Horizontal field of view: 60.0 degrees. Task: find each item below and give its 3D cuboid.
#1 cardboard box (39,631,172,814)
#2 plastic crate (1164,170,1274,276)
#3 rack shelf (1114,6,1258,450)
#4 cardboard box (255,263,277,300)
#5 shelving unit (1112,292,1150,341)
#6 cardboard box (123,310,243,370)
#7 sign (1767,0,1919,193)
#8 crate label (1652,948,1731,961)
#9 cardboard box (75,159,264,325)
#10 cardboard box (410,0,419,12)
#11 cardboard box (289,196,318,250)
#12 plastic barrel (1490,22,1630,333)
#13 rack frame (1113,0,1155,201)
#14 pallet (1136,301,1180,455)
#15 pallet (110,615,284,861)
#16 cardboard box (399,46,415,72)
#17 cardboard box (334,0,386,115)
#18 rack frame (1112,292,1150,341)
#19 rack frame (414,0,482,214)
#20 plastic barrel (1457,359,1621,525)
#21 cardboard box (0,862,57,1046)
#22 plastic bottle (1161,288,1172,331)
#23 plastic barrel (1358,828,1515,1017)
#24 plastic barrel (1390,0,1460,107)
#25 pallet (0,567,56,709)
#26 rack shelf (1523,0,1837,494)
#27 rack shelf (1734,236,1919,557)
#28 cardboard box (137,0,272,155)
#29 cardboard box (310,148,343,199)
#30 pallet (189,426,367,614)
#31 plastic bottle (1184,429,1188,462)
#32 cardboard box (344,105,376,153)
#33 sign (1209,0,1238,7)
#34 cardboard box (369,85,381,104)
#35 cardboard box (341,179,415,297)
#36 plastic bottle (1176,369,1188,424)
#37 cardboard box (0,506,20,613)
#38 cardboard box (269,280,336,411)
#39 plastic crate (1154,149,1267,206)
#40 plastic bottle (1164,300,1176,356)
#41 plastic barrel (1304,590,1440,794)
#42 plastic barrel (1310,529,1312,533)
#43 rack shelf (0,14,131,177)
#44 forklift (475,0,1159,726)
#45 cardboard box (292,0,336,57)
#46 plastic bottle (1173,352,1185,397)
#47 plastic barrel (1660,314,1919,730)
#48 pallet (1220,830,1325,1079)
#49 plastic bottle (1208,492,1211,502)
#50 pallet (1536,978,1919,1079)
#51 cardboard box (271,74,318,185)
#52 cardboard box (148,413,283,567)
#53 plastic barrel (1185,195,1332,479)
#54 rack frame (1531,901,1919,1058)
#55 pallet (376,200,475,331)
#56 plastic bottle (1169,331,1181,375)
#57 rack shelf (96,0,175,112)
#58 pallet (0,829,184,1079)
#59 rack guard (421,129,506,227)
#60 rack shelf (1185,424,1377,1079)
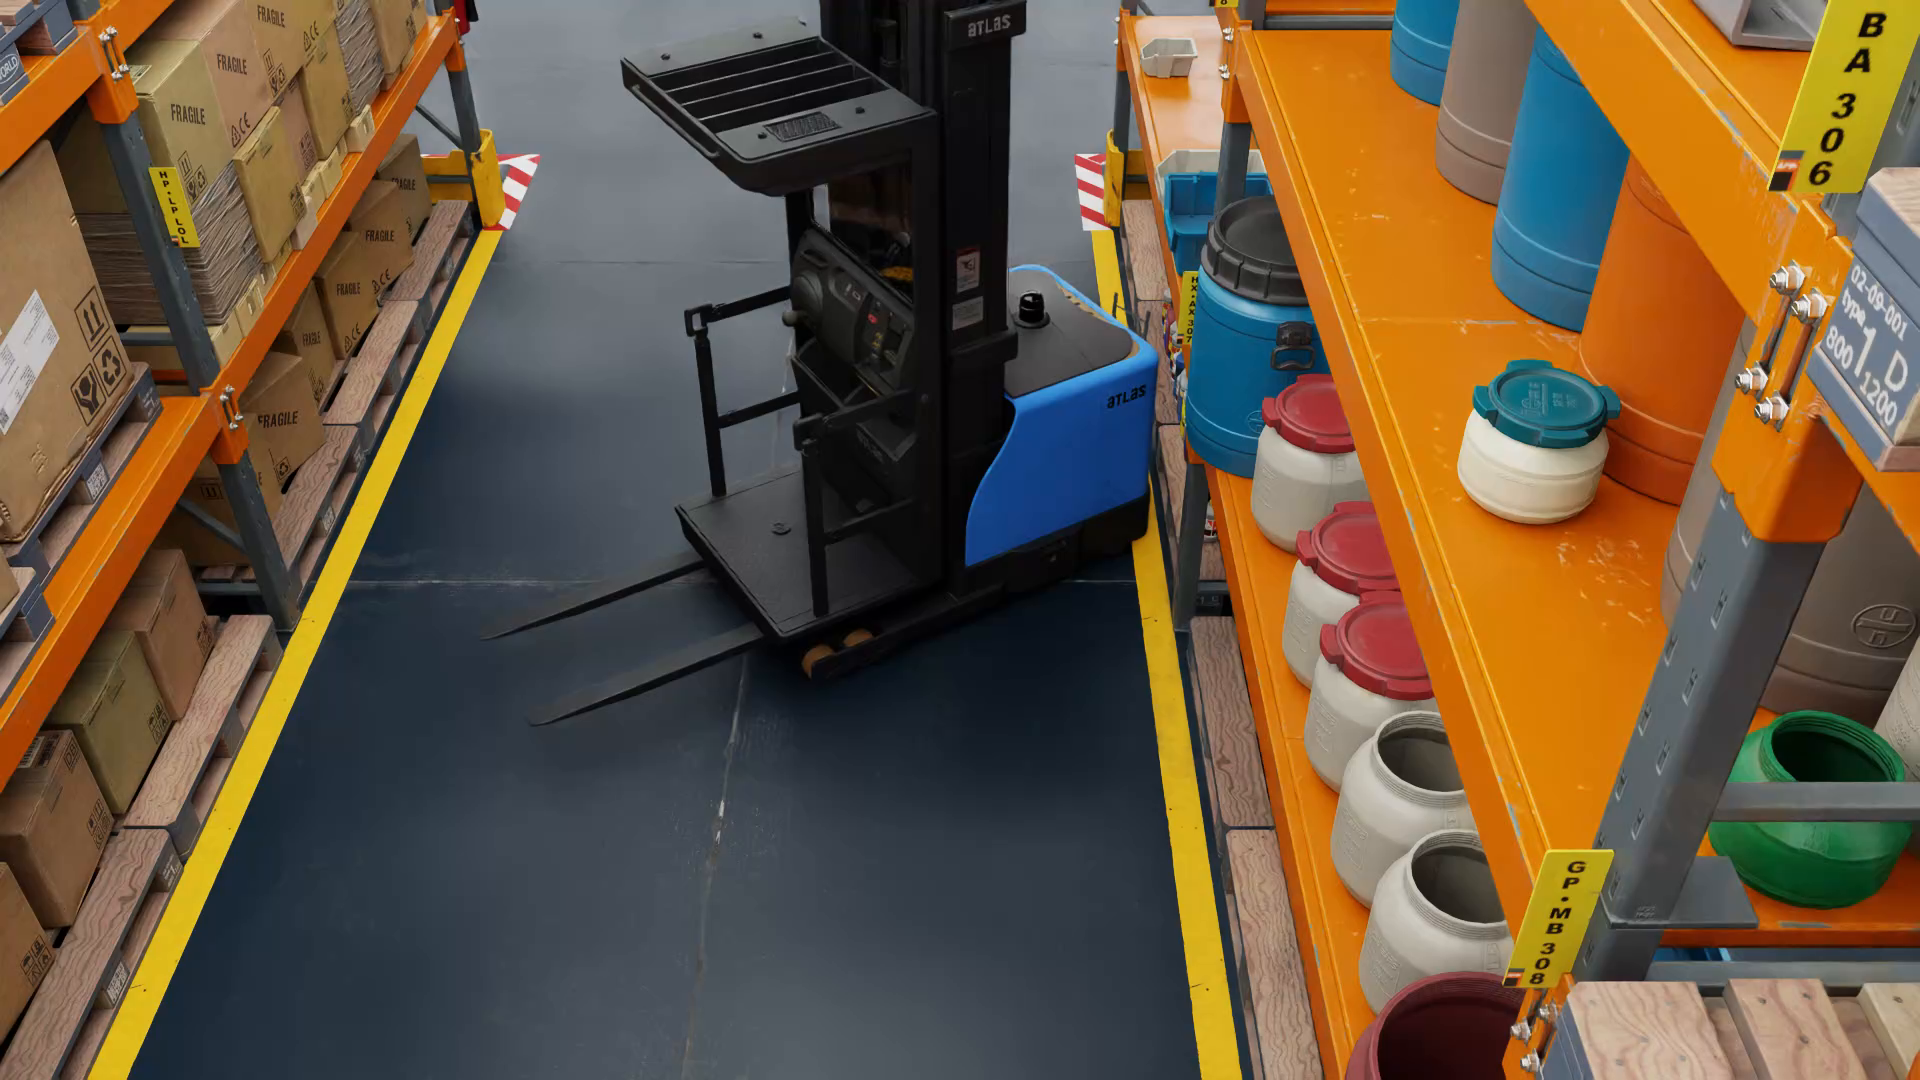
[{"bbox_3d":[-3.532,0.698,6.373,0.700,0.500,0.500,0,39,0],"label":"cardboard box"},{"bbox_3d":[1.188,-1.425,7.494,0.499,0.251,0.616,0,39,0],"label":"plastic crate"},{"bbox_3d":[1.458,-1.762,8.370,1.077,0.370,4.000,0,39,0],"label":"rack shelf"},{"bbox_3d":[-3.207,-1.137,7.217,0.380,0.149,0.250,0,39,0],"label":"cardboard box"},{"bbox_3d":[0.722,-0.744,8.193,0.210,0.900,0.258,-23,44,-33],"label":"shelving unit"},{"bbox_3d":[-3.192,-0.825,6.827,0.380,0.149,0.250,0,39,0],"label":"cardboard box"},{"bbox_3d":[0.915,-0.500,1.682,0.100,0.325,0.005,0,39,0],"label":"sign"},{"bbox_3d":[1.734,1.075,4.228,0.502,0.435,0.616,0,39,0],"label":"crate label"},{"bbox_3d":[-3.431,-1.225,6.807,0.875,0.500,0.500,0,39,0],"label":"cardboard box"},{"bbox_3d":[-3.524,-3.100,9.148,0.875,0.500,0.500,0,39,0],"label":"cardboard box"},{"bbox_3d":[-3.176,-1.450,7.607,0.380,0.149,0.250,0,39,0],"label":"cardboard box"},{"bbox_3d":[1.680,-1.022,4.072,0.600,0.901,0.708,0,39,0],"label":"plastic barrel"},{"bbox_3d":[1.456,-3.293,9.706,1.000,3.000,0.127,0,39,0],"label":"rack frame"},{"bbox_3d":[1.497,-0.888,8.935,1.003,0.211,1.213,0,39,0],"label":"pallet"},{"bbox_3d":[-3.490,0.787,6.845,1.003,0.211,1.213,0,39,0],"label":"pallet"},{"bbox_3d":[-3.239,-2.701,9.168,0.380,0.149,0.250,0,39,0],"label":"cardboard box"},{"bbox_3d":[-3.446,-2.475,8.368,0.875,0.500,0.500,0,39,0],"label":"cardboard box"},{"bbox_3d":[0.800,-0.778,8.249,0.006,0.900,0.240,-23,44,-33],"label":"rack frame"},{"bbox_3d":[-3.497,-3.289,9.702,1.000,3.000,0.127,0,39,0],"label":"rack frame"},{"bbox_3d":[1.230,-0.202,3.561,0.301,0.262,0.301,0,39,0],"label":"plastic barrel"},{"bbox_3d":[-3.530,1.397,5.501,0.700,0.500,0.500,3,39,4],"label":"cardboard box"},{"bbox_3d":[1.146,-1.266,9.006,0.097,0.271,0.097,0,39,0],"label":"plastic bottle"},{"bbox_3d":[1.250,1.023,4.231,0.421,0.512,0.421,0,39,0],"label":"plastic barrel"},{"bbox_3d":[1.678,-1.840,5.093,0.600,0.901,0.708,0,39,0],"label":"plastic barrel"},{"bbox_3d":[-3.531,0.550,5.063,1.003,0.211,1.213,0,39,0],"label":"pallet"},{"bbox_3d":[1.463,-1.445,3.498,1.077,0.370,4.000,0,39,0],"label":"rack shelf"},{"bbox_3d":[1.467,1.056,0.377,1.077,0.370,4.000,0,39,0],"label":"rack shelf"},{"bbox_3d":[-3.241,-1.927,6.885,0.500,0.500,0.500,0,39,0],"label":"cardboard box"},{"bbox_3d":[-3.207,-1.763,7.997,0.380,0.149,0.250,0,39,0],"label":"cardboard box"},{"bbox_3d":[-3.529,-0.120,7.976,1.003,0.211,1.213,0,39,0],"label":"pallet"},{"bbox_3d":[1.129,-0.528,8.076,0.061,0.283,0.133,2,39,3],"label":"plastic bottle"},{"bbox_3d":[-3.184,-2.075,8.387,0.380,0.149,0.250,0,39,0],"label":"cardboard box"},{"bbox_3d":[0.910,-1.972,5.652,0.100,0.325,0.005,0,39,0],"label":"sign"},{"bbox_3d":[-3.295,-2.388,8.777,0.380,0.149,0.250,0,39,0],"label":"cardboard box"},{"bbox_3d":[-3.478,-1.714,9.398,0.500,0.500,0.500,10,40,12],"label":"cardboard box"},{"bbox_3d":[1.175,-0.726,8.330,0.152,0.276,0.135,1,39,1],"label":"plastic bottle"},{"bbox_3d":[-3.398,0.092,5.064,0.797,0.503,0.637,4,39,5],"label":"cardboard box"},{"bbox_3d":[-3.540,-0.973,8.474,0.500,0.500,0.500,-3,39,-4],"label":"cardboard box"},{"bbox_3d":[1.205,-1.704,7.934,0.530,0.136,0.437,0,39,0],"label":"plastic crate"},{"bbox_3d":[1.128,-1.129,8.826,0.061,0.283,0.133,1,39,1],"label":"plastic bottle"},{"bbox_3d":[1.244,0.483,4.885,0.433,0.535,0.433,0,39,0],"label":"plastic barrel"},{"bbox_3d":[1.309,0.090,5.595,0.301,0.262,0.301,0,39,0],"label":"plastic barrel"},{"bbox_3d":[-3.490,-0.427,4.306,1.077,0.370,4.000,0,39,0],"label":"rack shelf"},{"bbox_3d":[-0.625,-0.901,6.776,3.031,2.935,1.130,-21,43,-25],"label":"forklift"},{"bbox_3d":[-3.253,-2.553,7.665,0.500,0.500,0.500,0,39,0],"label":"cardboard box"},{"bbox_3d":[1.147,-0.862,8.503,0.097,0.271,0.097,0,39,0],"label":"plastic bottle"},{"bbox_3d":[1.681,-0.170,3.009,0.600,0.901,0.600,0,39,0],"label":"plastic barrel"},{"bbox_3d":[1.504,1.553,5.889,1.003,0.211,1.213,0,39,0],"label":"pallet"},{"bbox_3d":[1.130,-0.204,7.672,0.061,0.283,0.133,2,39,2],"label":"plastic bottle"},{"bbox_3d":[1.368,1.091,1.987,1.003,0.211,1.213,0,39,0],"label":"pallet"},{"bbox_3d":[-3.498,-1.850,7.587,0.875,0.500,0.500,0,39,0],"label":"cardboard box"},{"bbox_3d":[-3.453,-0.227,7.543,0.500,0.500,0.500,-1,39,-1],"label":"cardboard box"},{"bbox_3d":[1.158,-0.745,6.126,0.600,0.901,0.708,0,39,0],"label":"plastic barrel"},{"bbox_3d":[1.465,1.710,3.463,1.000,3.000,0.127,0,39,0],"label":"rack frame"},{"bbox_3d":[-3.531,-1.646,9.880,1.003,0.211,1.213,0,39,0],"label":"pallet"},{"bbox_3d":[1.147,-0.989,8.661,0.097,0.271,0.097,0,39,0],"label":"plastic bottle"},{"bbox_3d":[-3.495,-2.928,7.428,1.077,0.370,4.000,0,39,0],"label":"rack shelf"},{"bbox_3d":[-3.486,1.552,5.890,1.003,0.211,1.213,0,39,0],"label":"pallet"},{"bbox_3d":[-3.497,-2.266,10.424,1.175,0.500,0.348,0,39,0],"label":"rack guard"},{"bbox_3d":[1.463,0.740,5.249,1.077,0.370,4.000,0,39,0],"label":"rack shelf"}]
